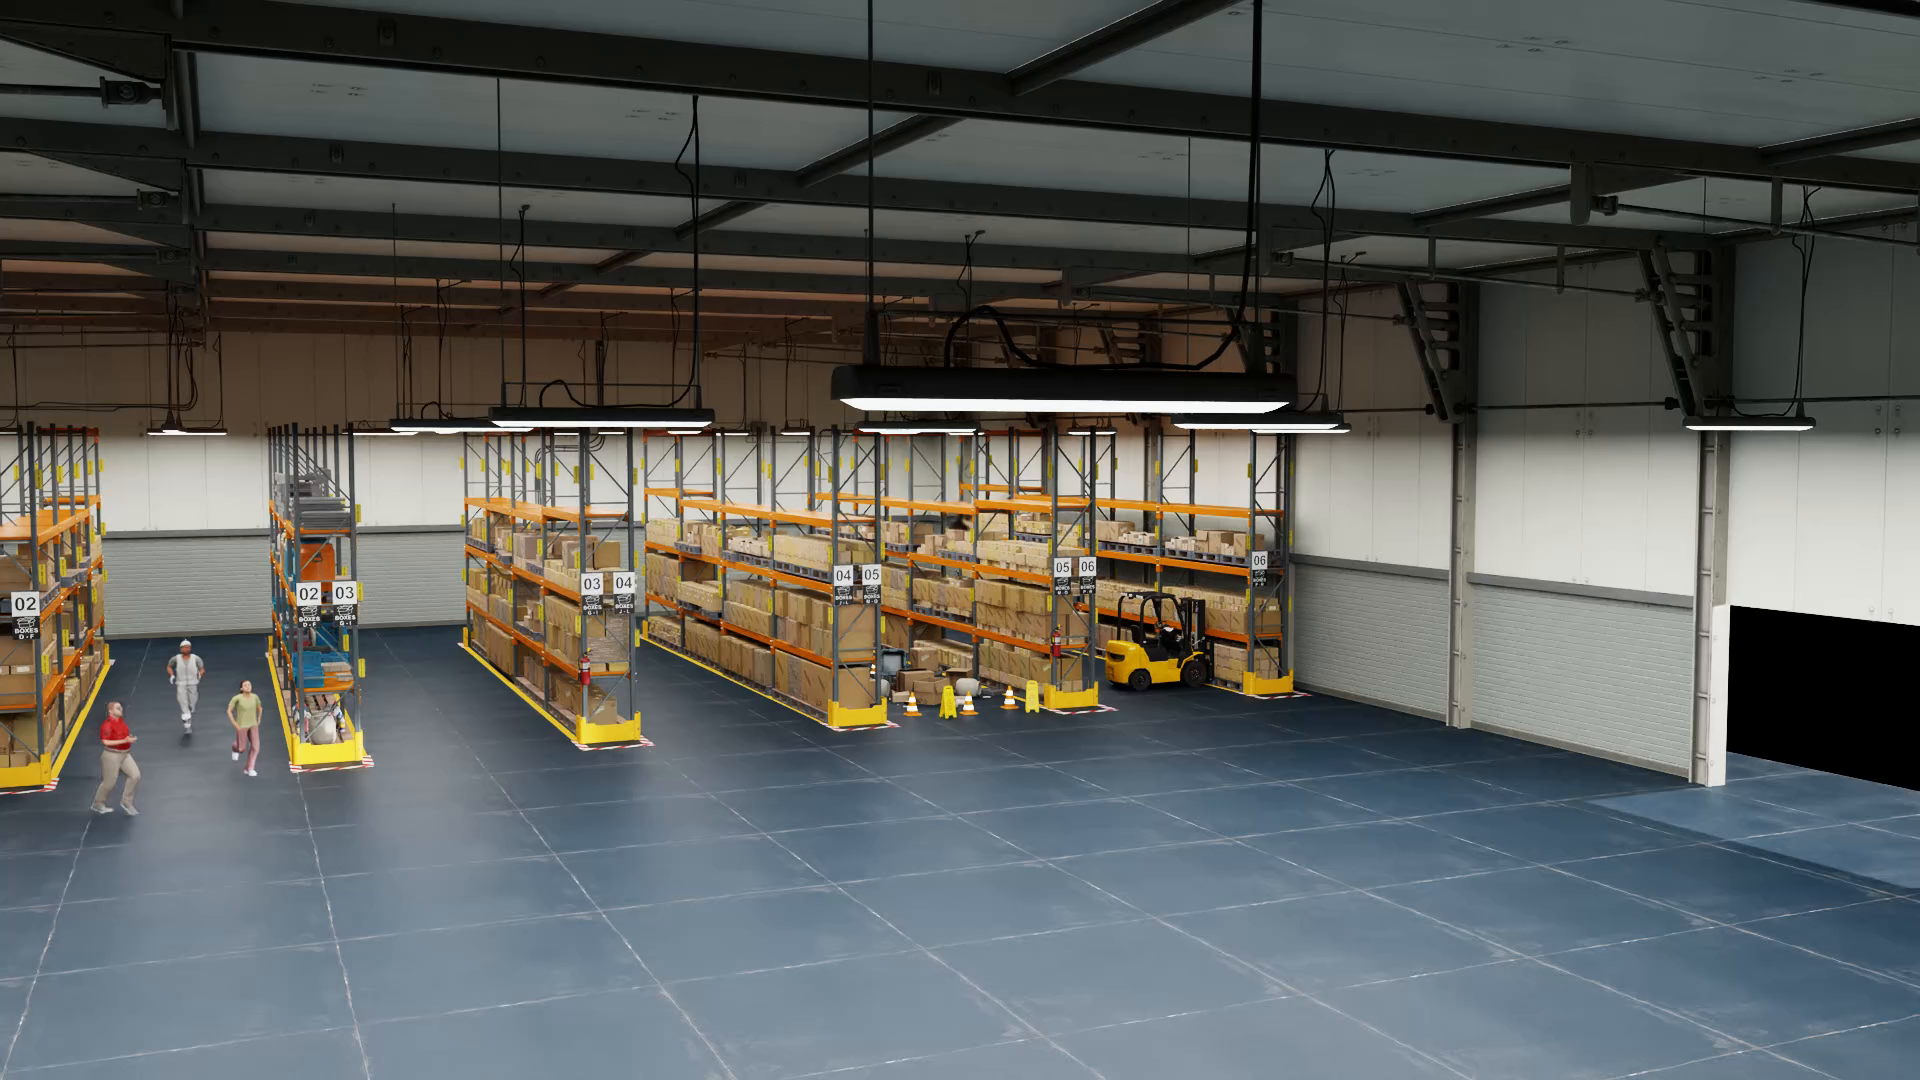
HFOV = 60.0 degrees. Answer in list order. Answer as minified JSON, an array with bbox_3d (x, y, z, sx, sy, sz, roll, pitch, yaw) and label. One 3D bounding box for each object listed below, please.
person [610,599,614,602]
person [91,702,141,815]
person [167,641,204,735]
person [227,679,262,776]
[{"bbox_3d":[-9.928,1.907,48.413,0.819,1.705,0.773,-3,4,-38],"label":"person"},{"bbox_3d":[-12.783,3.335,25.200,0.782,1.789,0.643,0,4,6],"label":"person"},{"bbox_3d":[-15.099,2.850,32.458,0.656,1.790,0.957,-2,4,-30],"label":"person"},{"bbox_3d":[-12.211,3.188,28.440,0.585,1.620,0.742,-3,5,-40],"label":"person"}]
